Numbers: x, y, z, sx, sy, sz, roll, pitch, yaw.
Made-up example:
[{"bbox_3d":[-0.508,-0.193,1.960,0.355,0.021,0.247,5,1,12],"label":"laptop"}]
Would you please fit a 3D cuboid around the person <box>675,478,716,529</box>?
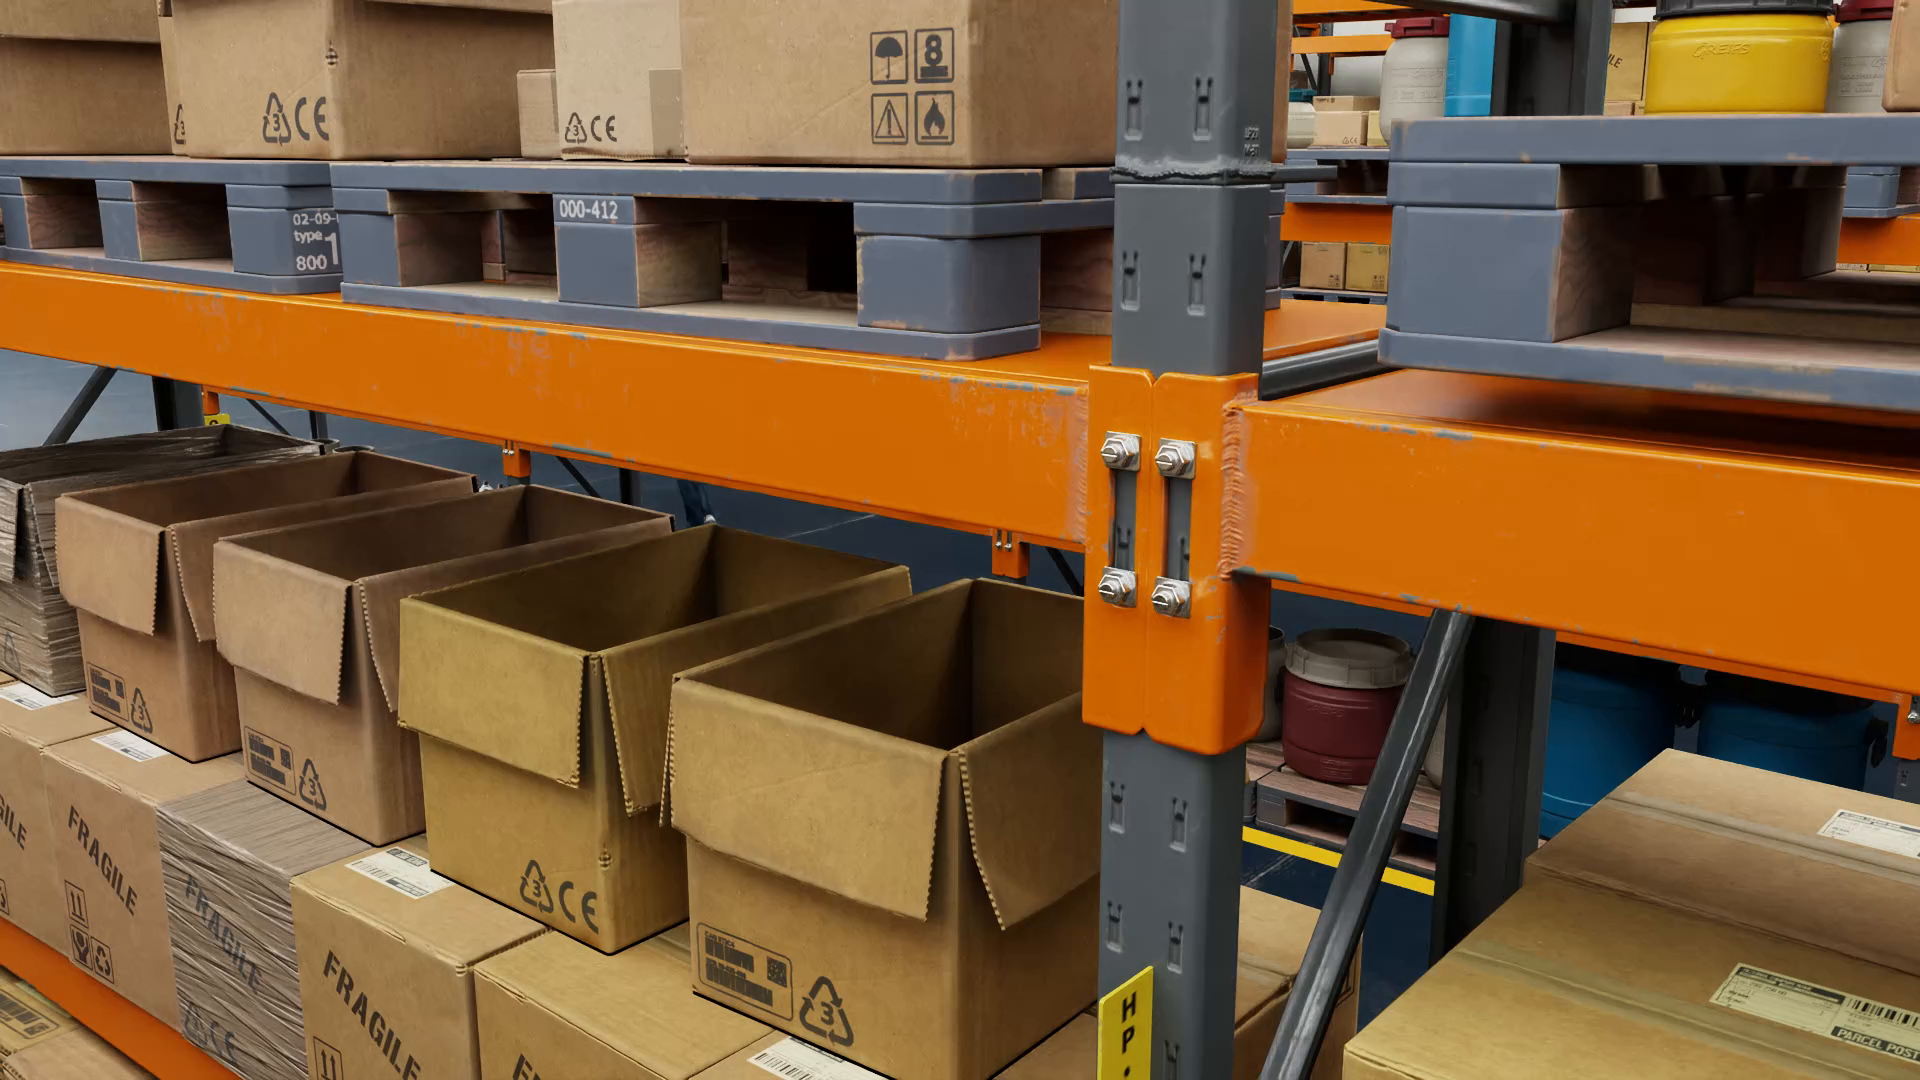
[{"bbox_3d":[-2.108,-0.769,12.763,0.399,1.600,0.414,13,18,42],"label":"person"}]
